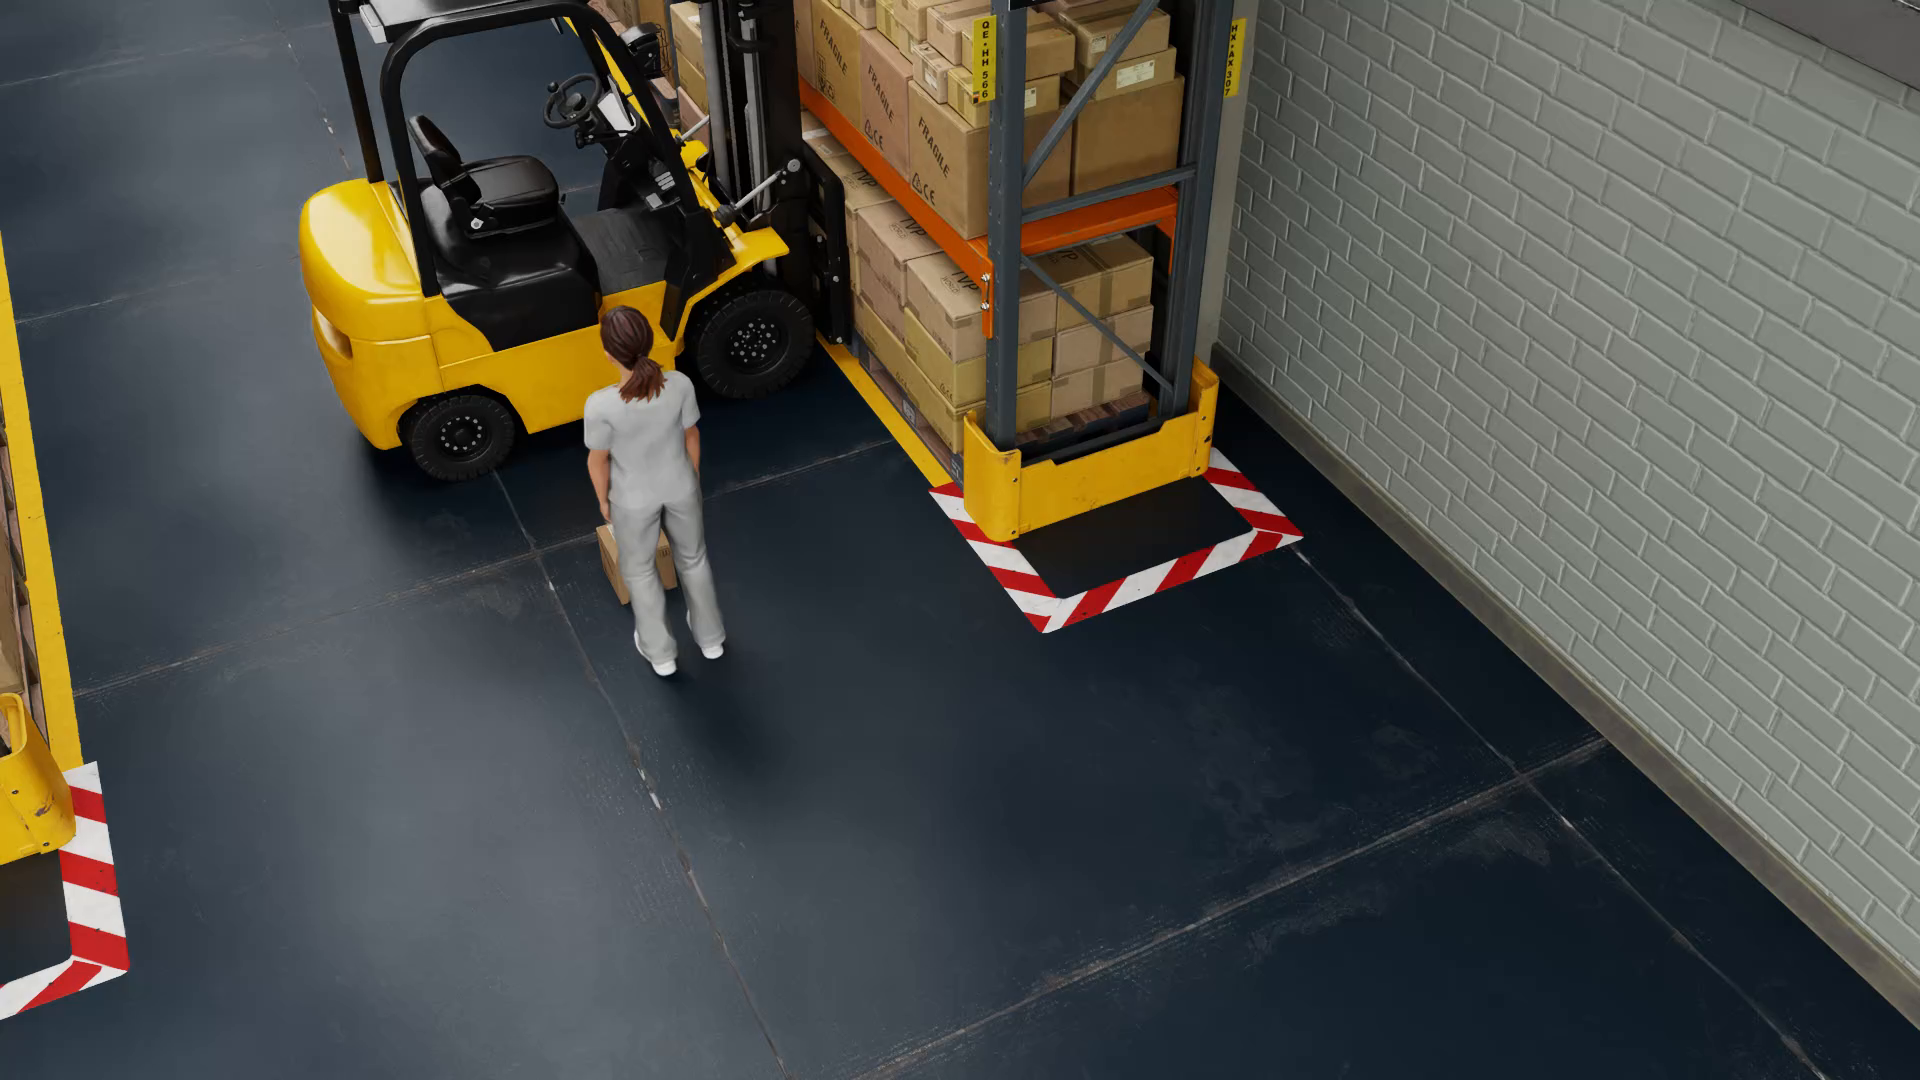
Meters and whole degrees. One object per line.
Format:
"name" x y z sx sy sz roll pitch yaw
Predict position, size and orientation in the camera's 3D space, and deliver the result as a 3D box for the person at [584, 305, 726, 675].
"person" -1.174 -0.167 6.354 0.439 1.672 0.363 -18 45 -19
